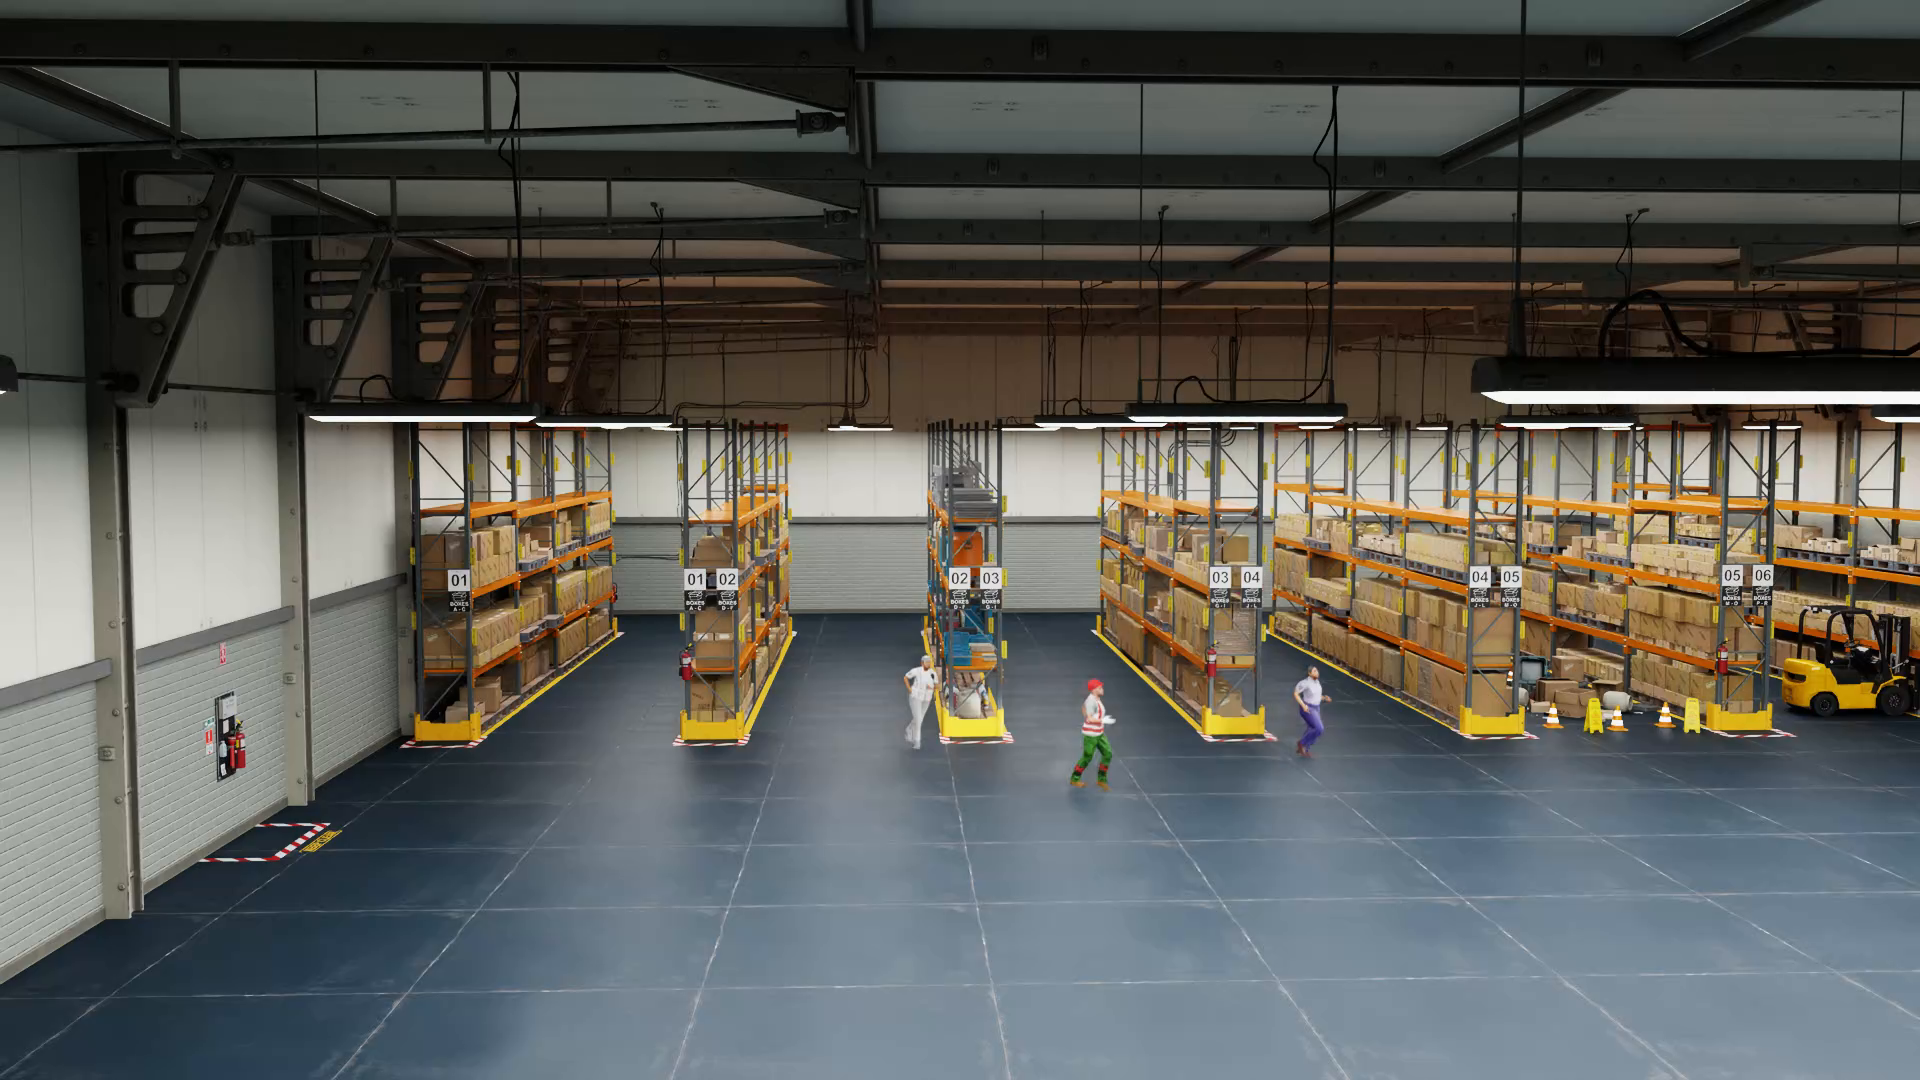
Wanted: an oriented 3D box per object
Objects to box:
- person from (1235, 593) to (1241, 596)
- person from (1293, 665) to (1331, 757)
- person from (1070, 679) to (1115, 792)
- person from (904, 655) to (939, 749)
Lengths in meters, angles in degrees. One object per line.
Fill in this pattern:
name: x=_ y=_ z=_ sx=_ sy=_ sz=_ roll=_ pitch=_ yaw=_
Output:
person: x=7.736 y=1.900 z=46.646 sx=0.610 sy=1.637 sz=0.659 roll=0 pitch=4 yaw=-6
person: x=6.254 y=3.026 z=29.438 sx=0.592 sy=1.612 sz=0.586 roll=3 pitch=4 yaw=35
person: x=2.130 y=3.139 z=26.565 sx=0.775 sy=1.842 sz=0.632 roll=2 pitch=4 yaw=23
person: x=-0.704 y=2.959 z=30.612 sx=0.617 sy=1.702 sz=0.820 roll=-2 pitch=4 yaw=-29
